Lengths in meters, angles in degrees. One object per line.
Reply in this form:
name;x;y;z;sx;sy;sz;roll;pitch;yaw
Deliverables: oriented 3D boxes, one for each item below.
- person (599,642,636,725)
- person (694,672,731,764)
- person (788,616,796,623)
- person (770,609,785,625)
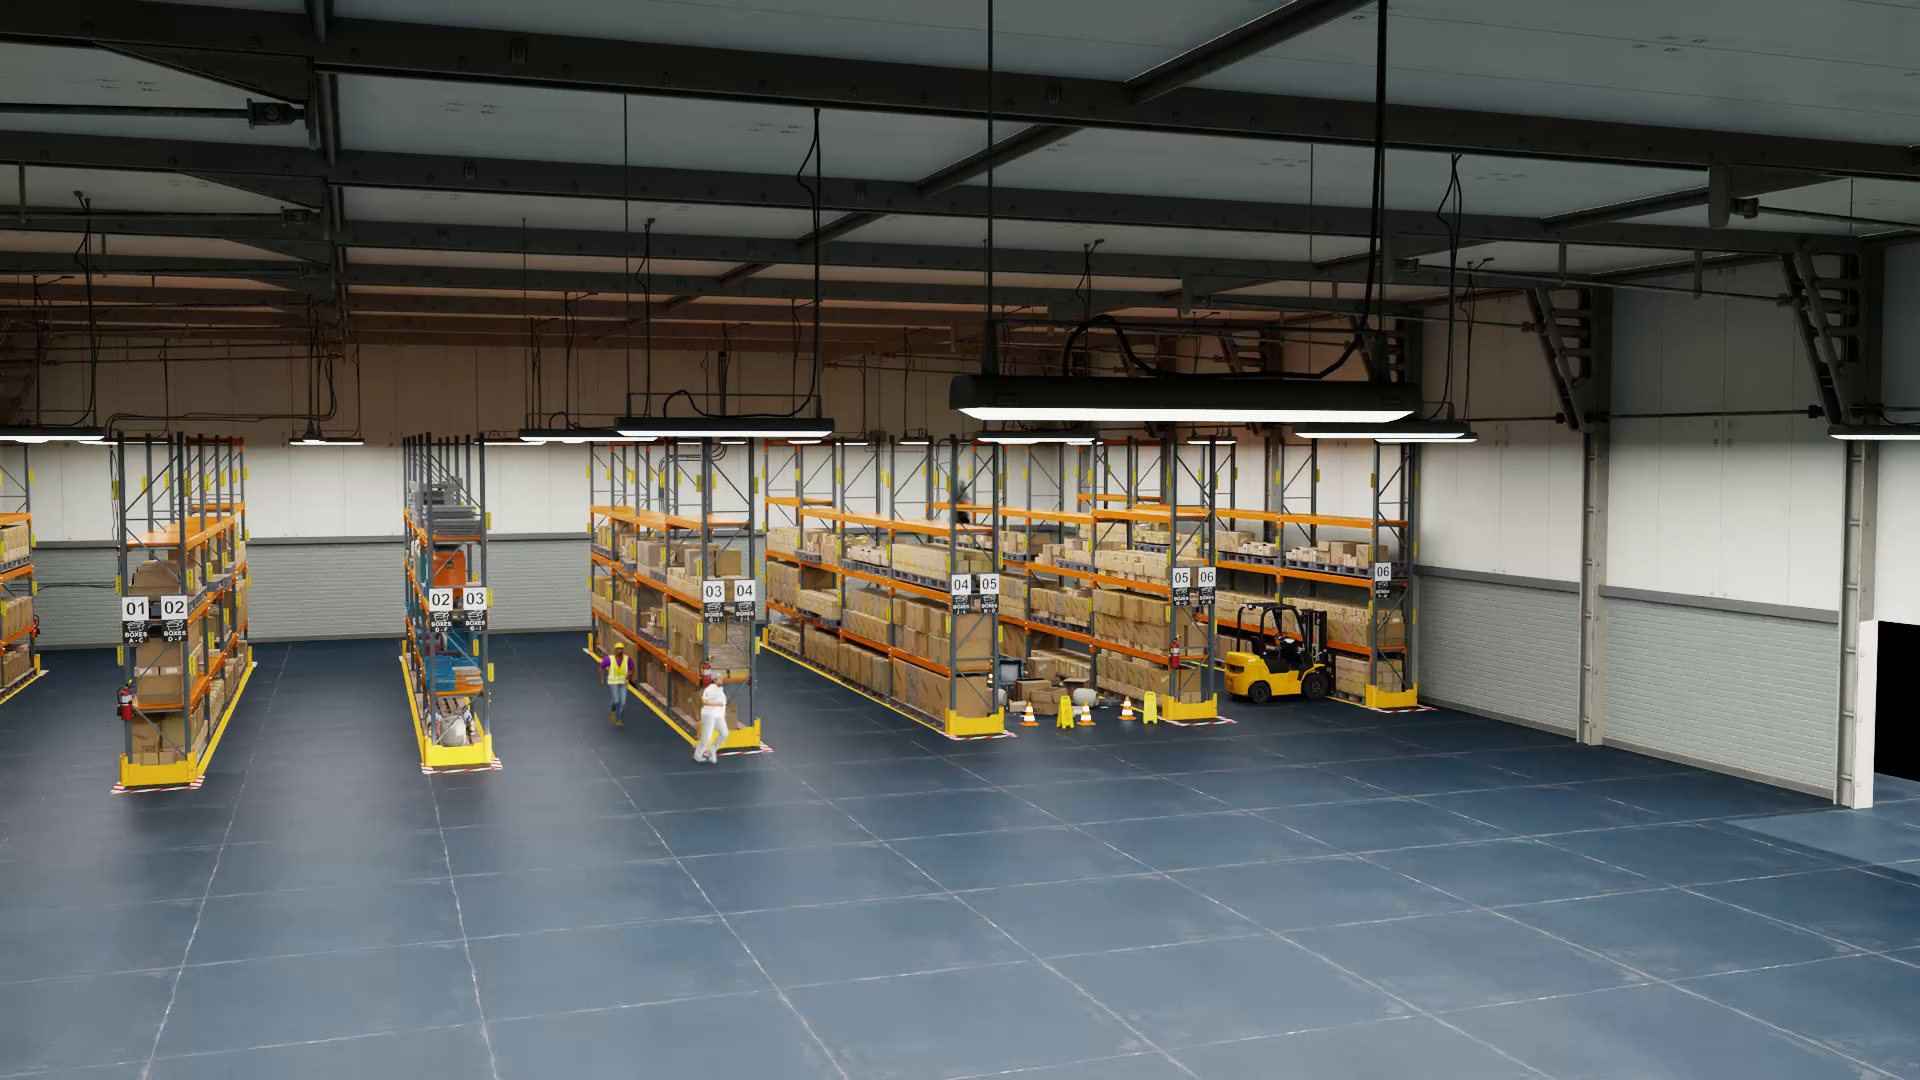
person;-7.004;2.959;34.137;0.704;1.734;0.636;-1;3;-23
person;-4.435;3.242;30.347;0.662;1.676;0.628;2;4;35
person;-4.850;2.137;49.679;0.690;1.636;0.574;1;3;12
person;-5.423;2.103;49.798;0.651;1.765;0.685;-1;3;-14
